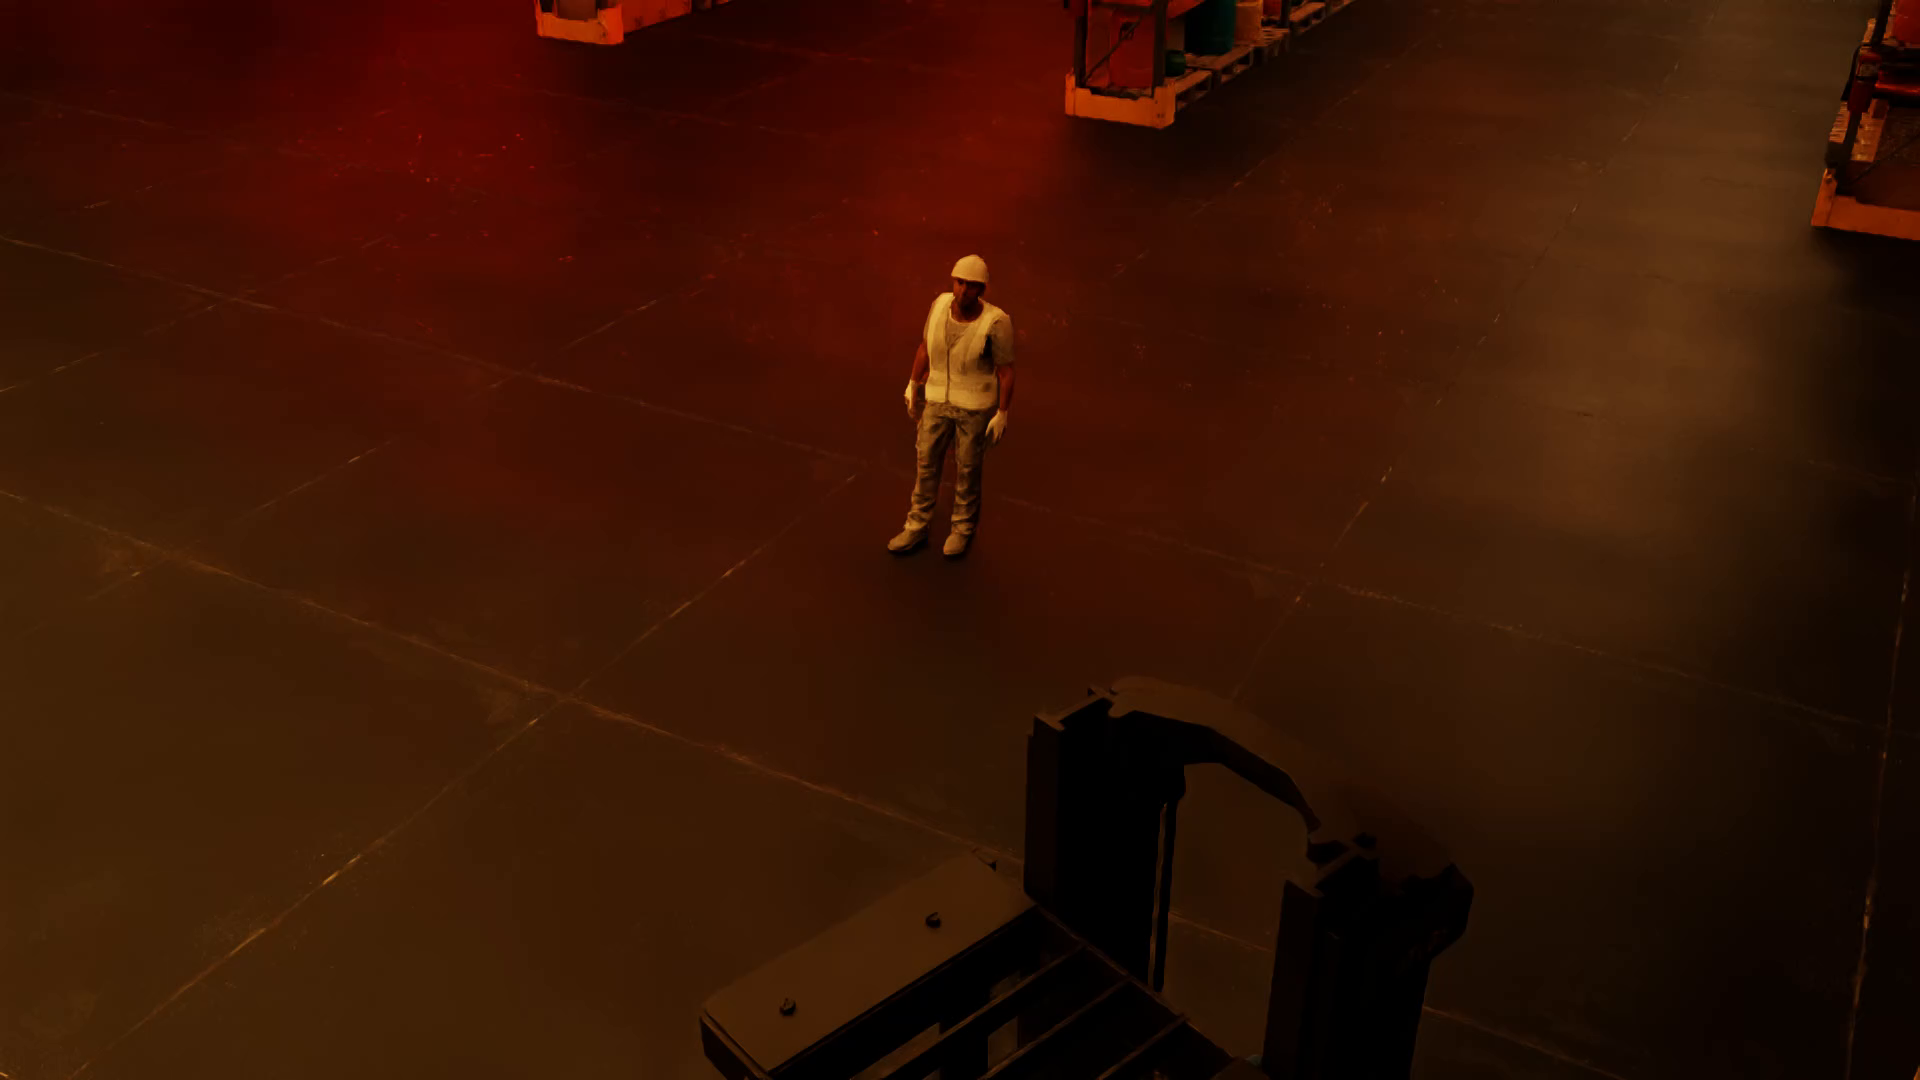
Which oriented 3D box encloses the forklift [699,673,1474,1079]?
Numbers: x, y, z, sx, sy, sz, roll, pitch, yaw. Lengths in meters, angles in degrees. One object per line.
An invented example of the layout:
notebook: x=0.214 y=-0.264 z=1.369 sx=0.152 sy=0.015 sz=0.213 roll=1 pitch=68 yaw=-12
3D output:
forklift: x=0.154 y=1.889 z=3.798 sx=3.031 sy=2.935 sz=1.130 roll=-24 pitch=37 yaw=-35

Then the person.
person: x=-0.042 y=-0.748 z=9.502 sx=0.655 sy=1.782 sz=0.575 roll=15 pitch=33 yaw=25
